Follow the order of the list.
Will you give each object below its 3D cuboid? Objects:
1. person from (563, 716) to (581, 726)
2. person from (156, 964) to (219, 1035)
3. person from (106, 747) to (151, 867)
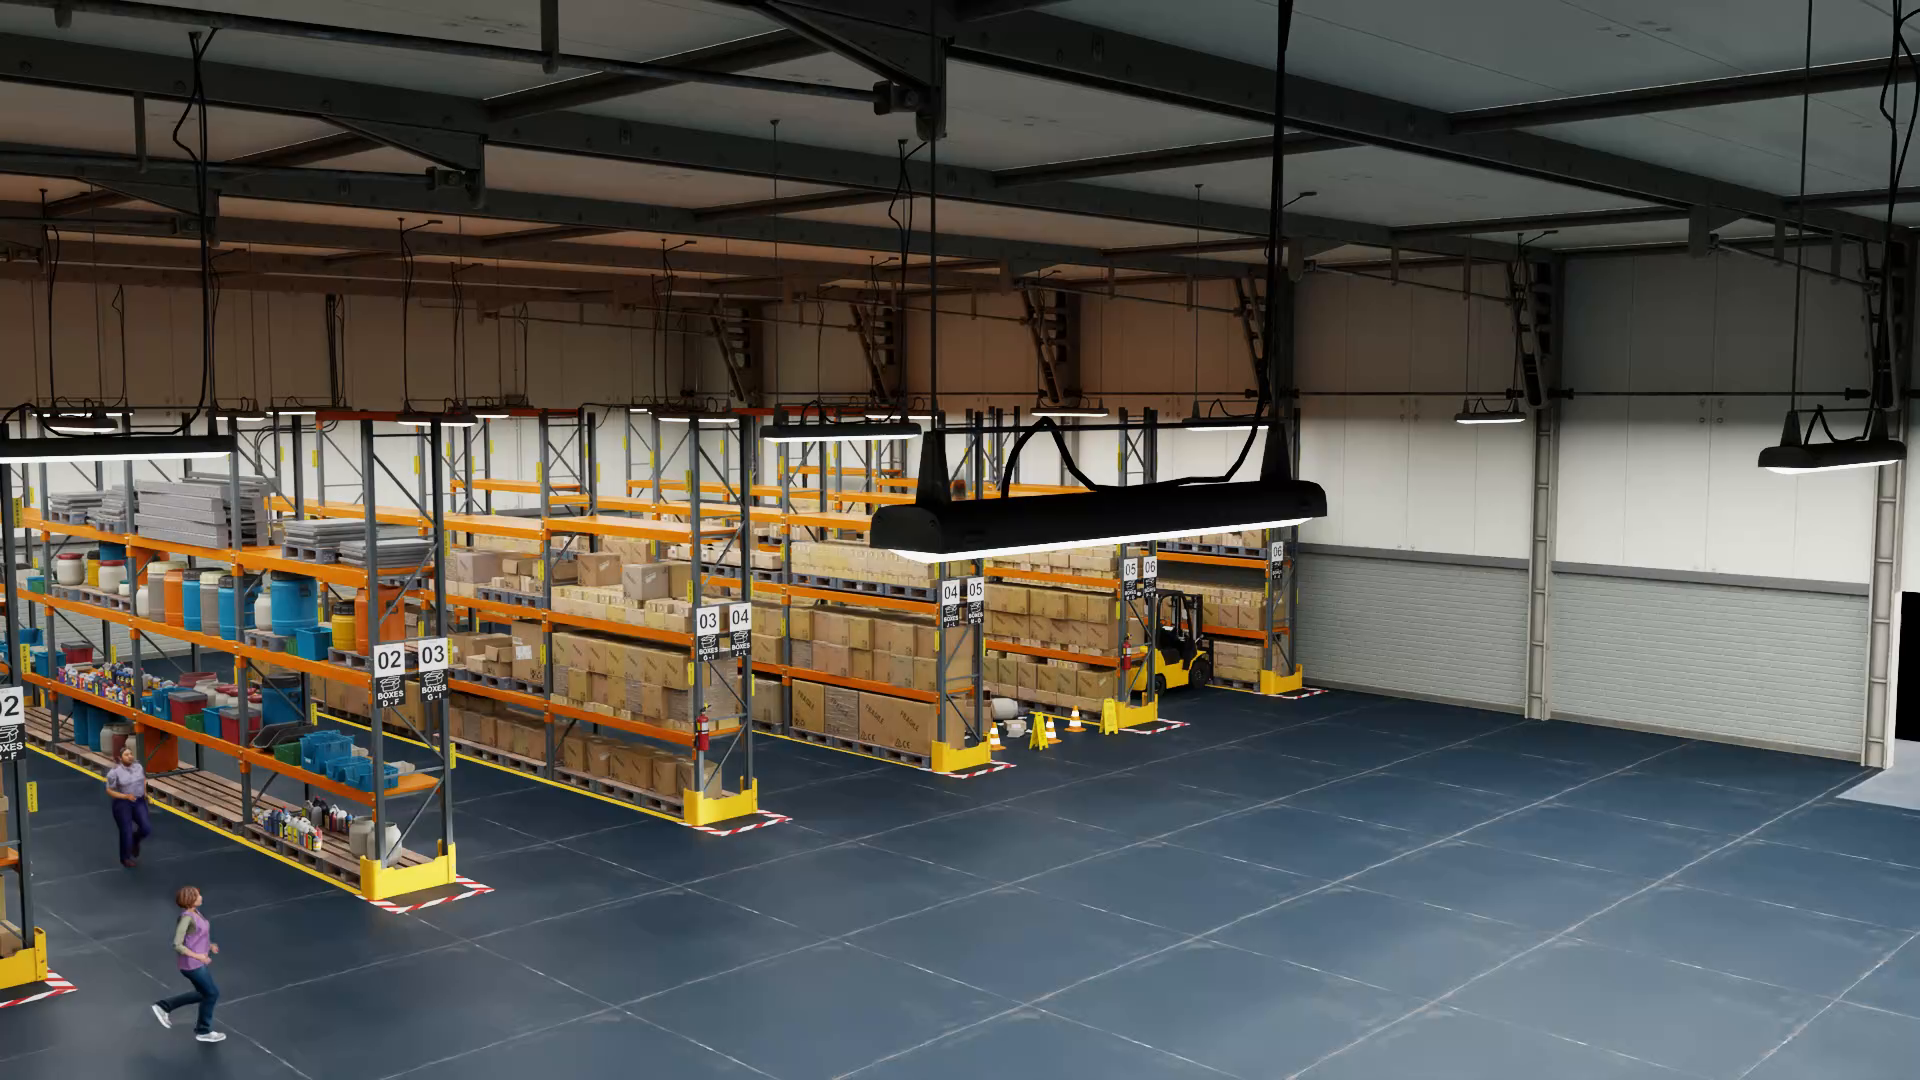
[{"bbox_3d":[-7.144,2.856,30.837,0.604,1.607,0.786,-5,7,-43],"label":"person"},{"bbox_3d":[-7.515,4.428,16.176,0.571,0.804,0.333,-2,5,-21],"label":"person"},{"bbox_3d":[-11.072,3.565,22.229,0.539,1.608,0.599,4,6,37],"label":"person"}]
